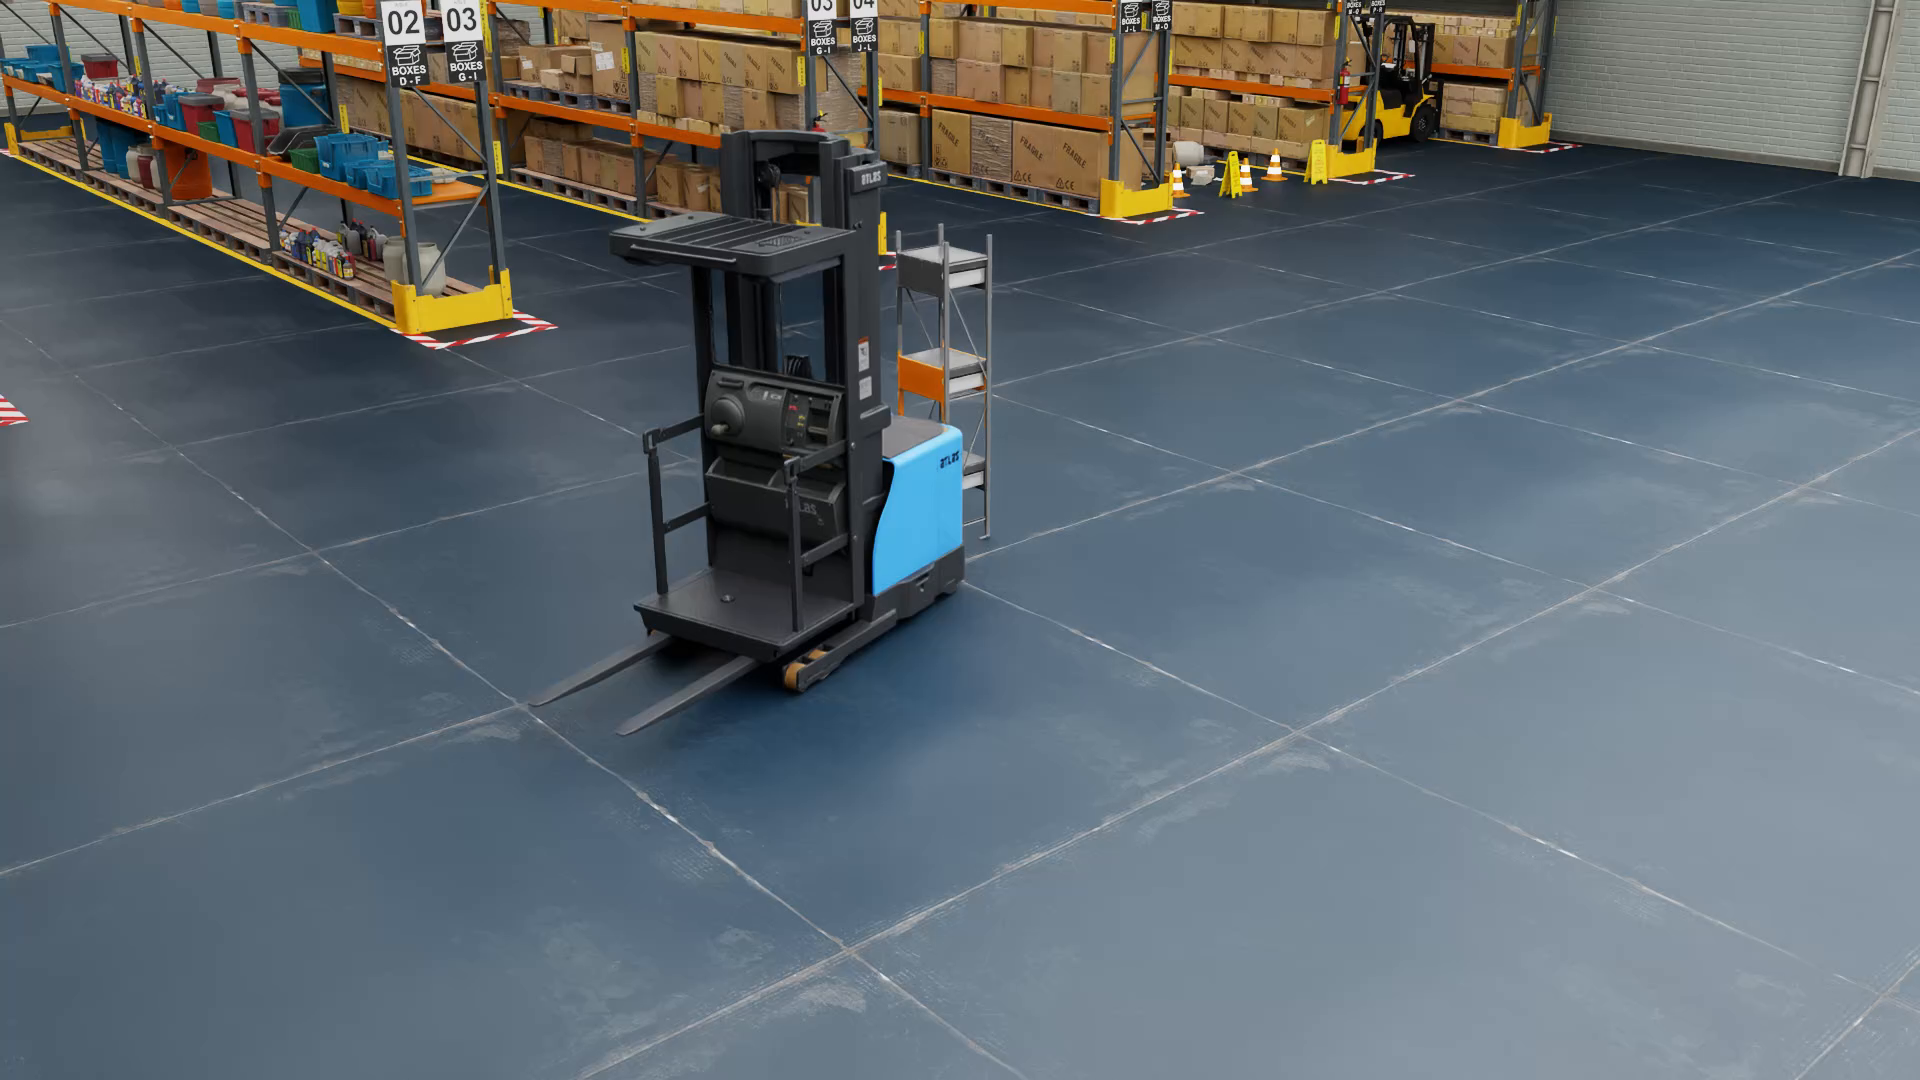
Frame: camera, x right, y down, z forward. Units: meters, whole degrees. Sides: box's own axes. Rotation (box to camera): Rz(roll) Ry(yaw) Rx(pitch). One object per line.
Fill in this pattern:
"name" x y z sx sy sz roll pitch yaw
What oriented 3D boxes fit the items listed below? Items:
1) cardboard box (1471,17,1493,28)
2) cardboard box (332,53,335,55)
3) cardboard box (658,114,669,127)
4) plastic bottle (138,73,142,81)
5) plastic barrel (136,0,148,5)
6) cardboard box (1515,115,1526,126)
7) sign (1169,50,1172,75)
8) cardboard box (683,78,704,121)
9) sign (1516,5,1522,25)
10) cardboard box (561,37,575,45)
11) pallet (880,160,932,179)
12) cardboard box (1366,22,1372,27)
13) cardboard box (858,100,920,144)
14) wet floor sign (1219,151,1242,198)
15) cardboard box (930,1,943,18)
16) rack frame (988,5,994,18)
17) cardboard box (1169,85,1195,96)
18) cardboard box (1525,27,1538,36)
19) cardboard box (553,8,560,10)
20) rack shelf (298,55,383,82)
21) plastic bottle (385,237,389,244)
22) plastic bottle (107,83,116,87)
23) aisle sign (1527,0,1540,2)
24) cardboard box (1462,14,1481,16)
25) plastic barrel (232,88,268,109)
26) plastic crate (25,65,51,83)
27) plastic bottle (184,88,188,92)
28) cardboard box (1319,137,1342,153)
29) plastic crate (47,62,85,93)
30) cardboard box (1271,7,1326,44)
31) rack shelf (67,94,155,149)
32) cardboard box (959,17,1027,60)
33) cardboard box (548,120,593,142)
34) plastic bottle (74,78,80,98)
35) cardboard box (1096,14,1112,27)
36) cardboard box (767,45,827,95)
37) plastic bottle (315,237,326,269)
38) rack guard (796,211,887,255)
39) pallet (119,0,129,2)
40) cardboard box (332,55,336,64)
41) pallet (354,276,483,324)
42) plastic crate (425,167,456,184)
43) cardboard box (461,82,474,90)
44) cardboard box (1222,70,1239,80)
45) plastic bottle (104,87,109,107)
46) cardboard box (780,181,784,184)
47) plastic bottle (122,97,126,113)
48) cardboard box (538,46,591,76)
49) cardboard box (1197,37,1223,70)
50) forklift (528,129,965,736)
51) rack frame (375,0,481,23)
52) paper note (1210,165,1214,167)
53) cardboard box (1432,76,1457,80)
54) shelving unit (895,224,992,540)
"cardboard box" 9.113 -9.019 28.962 0.380 0.149 0.250 -17 27 -36
"cardboard box" -11.049 -8.825 29.700 0.500 0.250 0.500 -19 28 -39
"cardboard box" -3.744 -5.537 21.852 0.380 0.149 0.250 -17 27 -37
"plastic bottle" -12.120 -6.752 24.676 0.144 0.351 0.185 -17 27 -37
"plastic barrel" -10.387 -7.135 21.323 0.421 0.512 0.421 0 21 0
"cardboard box" 9.710 -7.454 29.595 0.500 0.250 0.500 -17 27 -37
"sign" 2.865 -6.537 22.767 0.100 0.325 0.005 -17 27 -37
"cardboard box" -3.045 -5.705 21.391 0.875 0.500 0.500 -17 27 -37
"sign" 9.462 -8.880 28.131 0.100 0.325 0.005 -17 27 -37
"cardboard box" -7.708 -9.956 33.134 0.380 0.149 0.250 -18 28 -39
"pallet" -0.731 -5.969 26.434 1.003 0.211 1.213 -17 27 -37
"cardboard box" 7.642 -9.523 30.657 0.380 0.149 0.250 -18 27 -38
"cardboard box" -1.271 -6.638 26.827 1.050 0.750 0.750 -17 27 -37
"wet floor sign" 3.960 -5.334 24.218 0.232 0.644 0.267 17 27 36
"cardboard box" -0.293 -10.255 32.045 0.500 0.500 0.500 -17 27 -37
"rack frame" 0.903 -9.384 31.329 1.000 3.000 0.127 -17 27 -37
"cardboard box" 3.730 -7.569 27.972 0.380 0.149 0.250 -17 27 -37
"cardboard box" 9.858 -8.860 28.966 0.380 0.149 0.250 -18 28 -39
"cardboard box" -7.911 -10.851 33.159 0.500 0.500 0.500 -18 27 -38
"rack shelf" -10.521 -8.347 29.669 1.077 0.370 4.000 -17 27 -37
"plastic bottle" -6.504 -3.323 18.993 0.097 0.271 0.097 0 21 0
"plastic bottle" -12.235 -6.455 24.021 0.152 0.276 0.135 -17 27 -37
"aisle sign" 9.703 -9.478 28.006 0.394 0.787 0.004 -17 27 -37
"cardboard box" 9.156 -9.275 29.618 0.380 0.149 0.250 -16 27 -36
"plastic barrel" -8.966 -5.442 21.080 0.433 0.535 0.433 0 21 0
"plastic crate" -14.612 -7.412 26.443 0.416 0.233 0.300 -17 27 -37
"plastic bottle" -10.900 -6.227 23.430 0.061 0.283 0.133 -17 27 -37
"cardboard box" 5.808 -6.377 26.848 0.500 0.250 0.500 -18 28 -38
"plastic crate" -13.531 -7.019 25.231 0.392 0.384 0.575 -17 27 -37
"cardboard box" 5.301 -8.055 26.020 0.700 0.500 0.500 -17 27 -37
"rack shelf" -11.663 -6.063 23.837 1.077 0.370 4.000 -17 27 -37
"cardboard box" 0.491 -7.410 24.605 0.875 0.550 0.550 -17 27 -37
"cardboard box" -5.791 -6.093 24.722 0.500 0.250 0.500 -14 25 -32
"plastic bottle" -13.052 -6.693 24.620 0.061 0.283 0.133 -17 27 -37
"cardboard box" 2.714 -8.869 28.894 0.500 0.500 0.500 -17 27 -37
"cardboard box" -1.929 -5.558 19.645 0.500 0.500 0.500 -17 27 -37
"plastic bottle" -7.133 -3.220 18.622 0.144 0.351 0.185 -18 27 -38
"rack guard" -1.433 -3.671 20.172 1.175 0.500 0.348 -17 27 -37
"pallet" -10.782 -7.389 22.382 1.003 0.211 1.213 -17 27 -37
"cardboard box" -11.004 -8.587 29.638 0.380 0.149 0.250 -18 28 -38
"pallet" -5.747 -2.572 17.762 1.003 0.211 1.213 -17 27 -37
"plastic crate" -5.476 -3.836 17.527 0.298 0.136 0.250 -17 27 -37
"cardboard box" -7.436 -7.288 25.840 0.500 0.500 0.500 -18 28 -38
"cardboard box" 4.490 -7.580 27.067 0.380 0.149 0.250 -18 27 -38
"plastic bottle" -12.080 -6.287 23.598 0.097 0.271 0.097 0 21 0
"cardboard box" -2.588 -4.357 21.346 0.500 0.500 0.500 -14 26 -33
"plastic bottle" -11.538 -6.024 23.025 0.097 0.201 0.097 0 21 0
"cardboard box" -5.782 -6.996 24.521 0.700 0.500 0.500 -13 25 -30
"cardboard box" 4.253 -8.001 27.253 0.500 0.500 0.500 -18 28 -38
"forklift" -1.177 -0.706 9.268 1.130 2.935 3.031 13 25 30
"rack frame" -5.135 -6.429 15.558 1.000 3.000 0.127 -17 27 -37
"paper note" 4.018 -6.049 26.885 0.148 0.019 0.142 12 24 27
"cardboard box" 8.736 -8.336 30.477 0.500 0.250 0.500 -18 28 -38
"shelving unit" -0.108 -1.023 11.218 0.431 2.100 0.503 -17 27 -37
